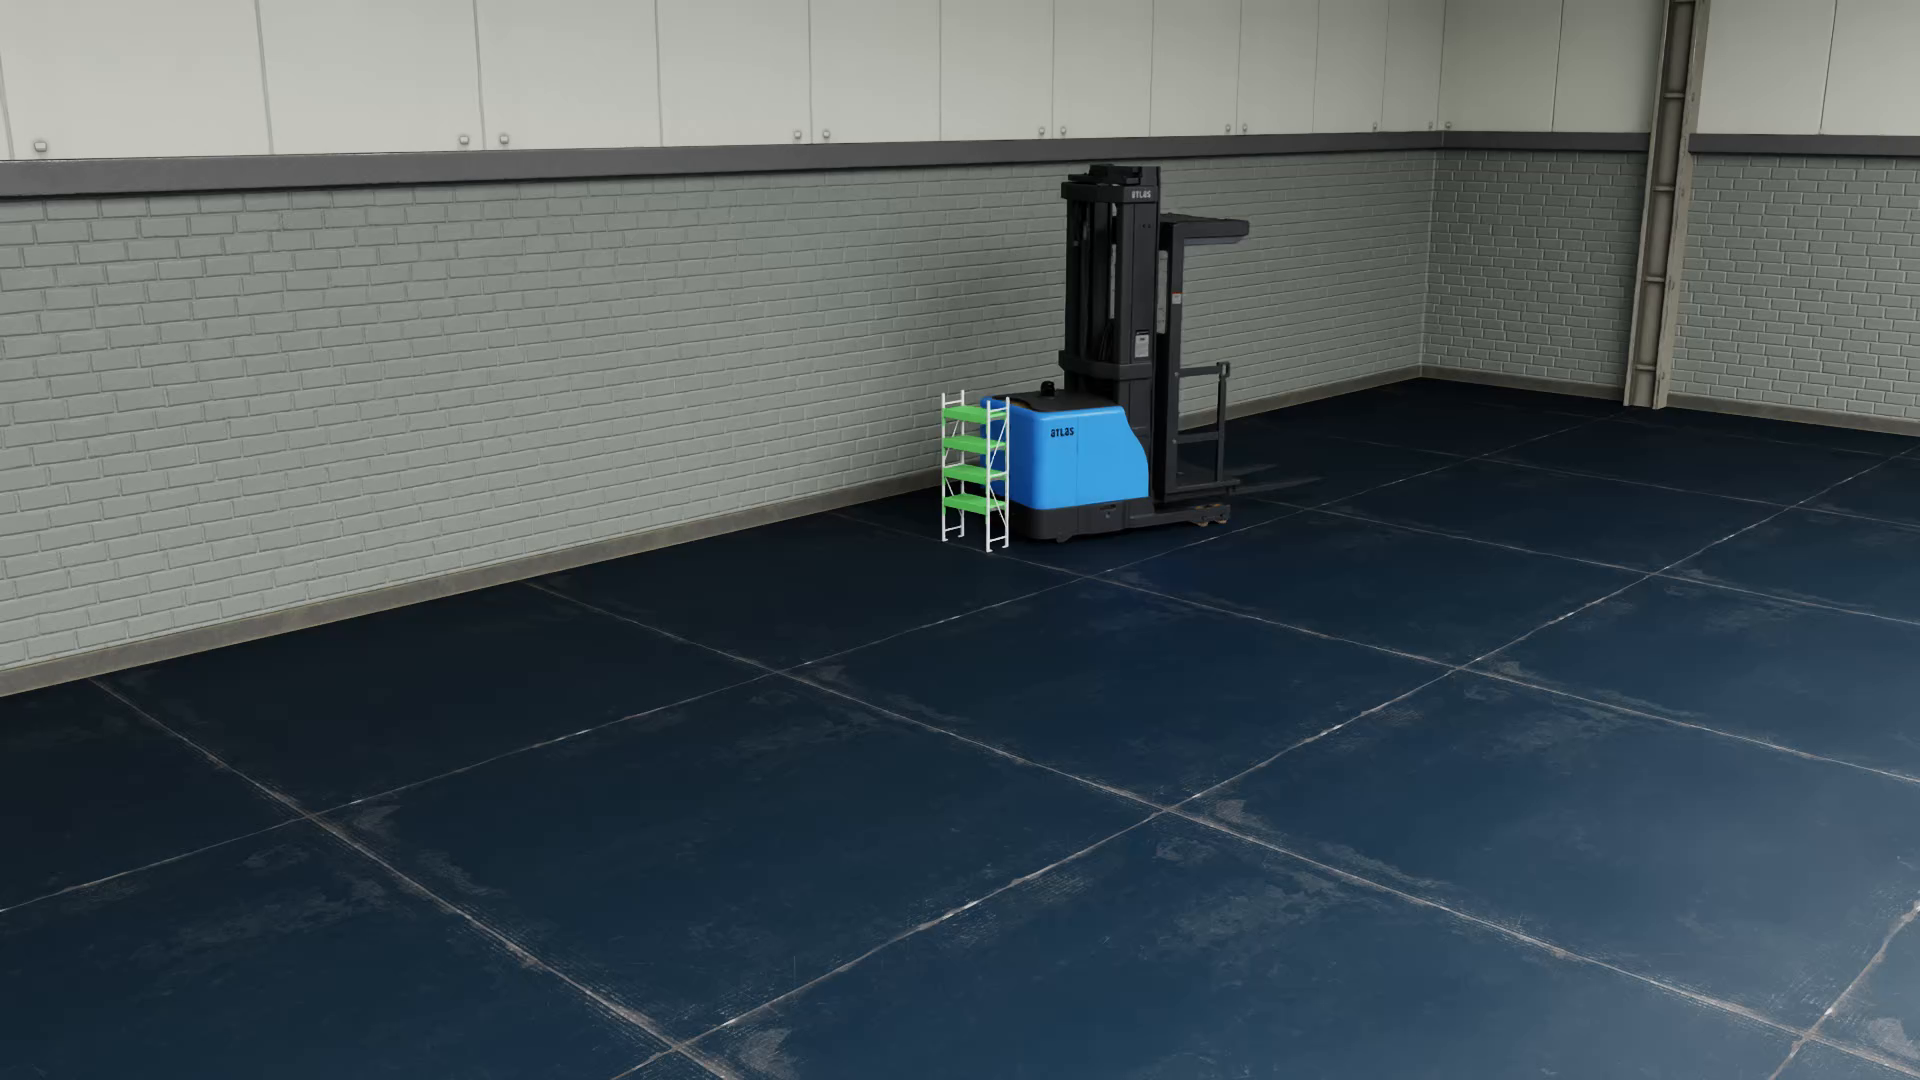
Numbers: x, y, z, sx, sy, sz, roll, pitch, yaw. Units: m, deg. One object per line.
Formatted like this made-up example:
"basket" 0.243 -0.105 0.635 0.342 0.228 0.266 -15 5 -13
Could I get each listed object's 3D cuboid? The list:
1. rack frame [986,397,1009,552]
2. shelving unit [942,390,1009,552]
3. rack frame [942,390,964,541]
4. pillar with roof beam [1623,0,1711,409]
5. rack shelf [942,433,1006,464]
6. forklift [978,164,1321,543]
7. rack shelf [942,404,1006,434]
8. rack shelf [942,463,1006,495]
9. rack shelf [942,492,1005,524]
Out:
"rack frame" 0.295 -0.509 13.006 0.015 1.200 0.240 14 20 42
"shelving unit" 0.119 -0.552 13.170 0.503 1.200 0.258 14 20 42
"rack frame" -0.057 -0.594 13.333 0.015 1.200 0.240 14 20 42
"pillar with roof beam" 5.032 -5.147 15.339 0.400 9.000 9.100 14 20 42
"rack shelf" 0.119 -0.722 13.125 0.480 0.148 0.258 14 20 42
"forklift" 1.693 -1.639 13.910 3.031 2.935 1.130 -8 16 -27
"rack shelf" 0.119 -0.954 13.065 0.480 0.148 0.258 14 20 42
"rack shelf" 0.119 -0.490 13.186 0.480 0.148 0.258 14 20 42
"rack shelf" 0.119 -0.258 13.246 0.480 0.148 0.258 14 20 42
